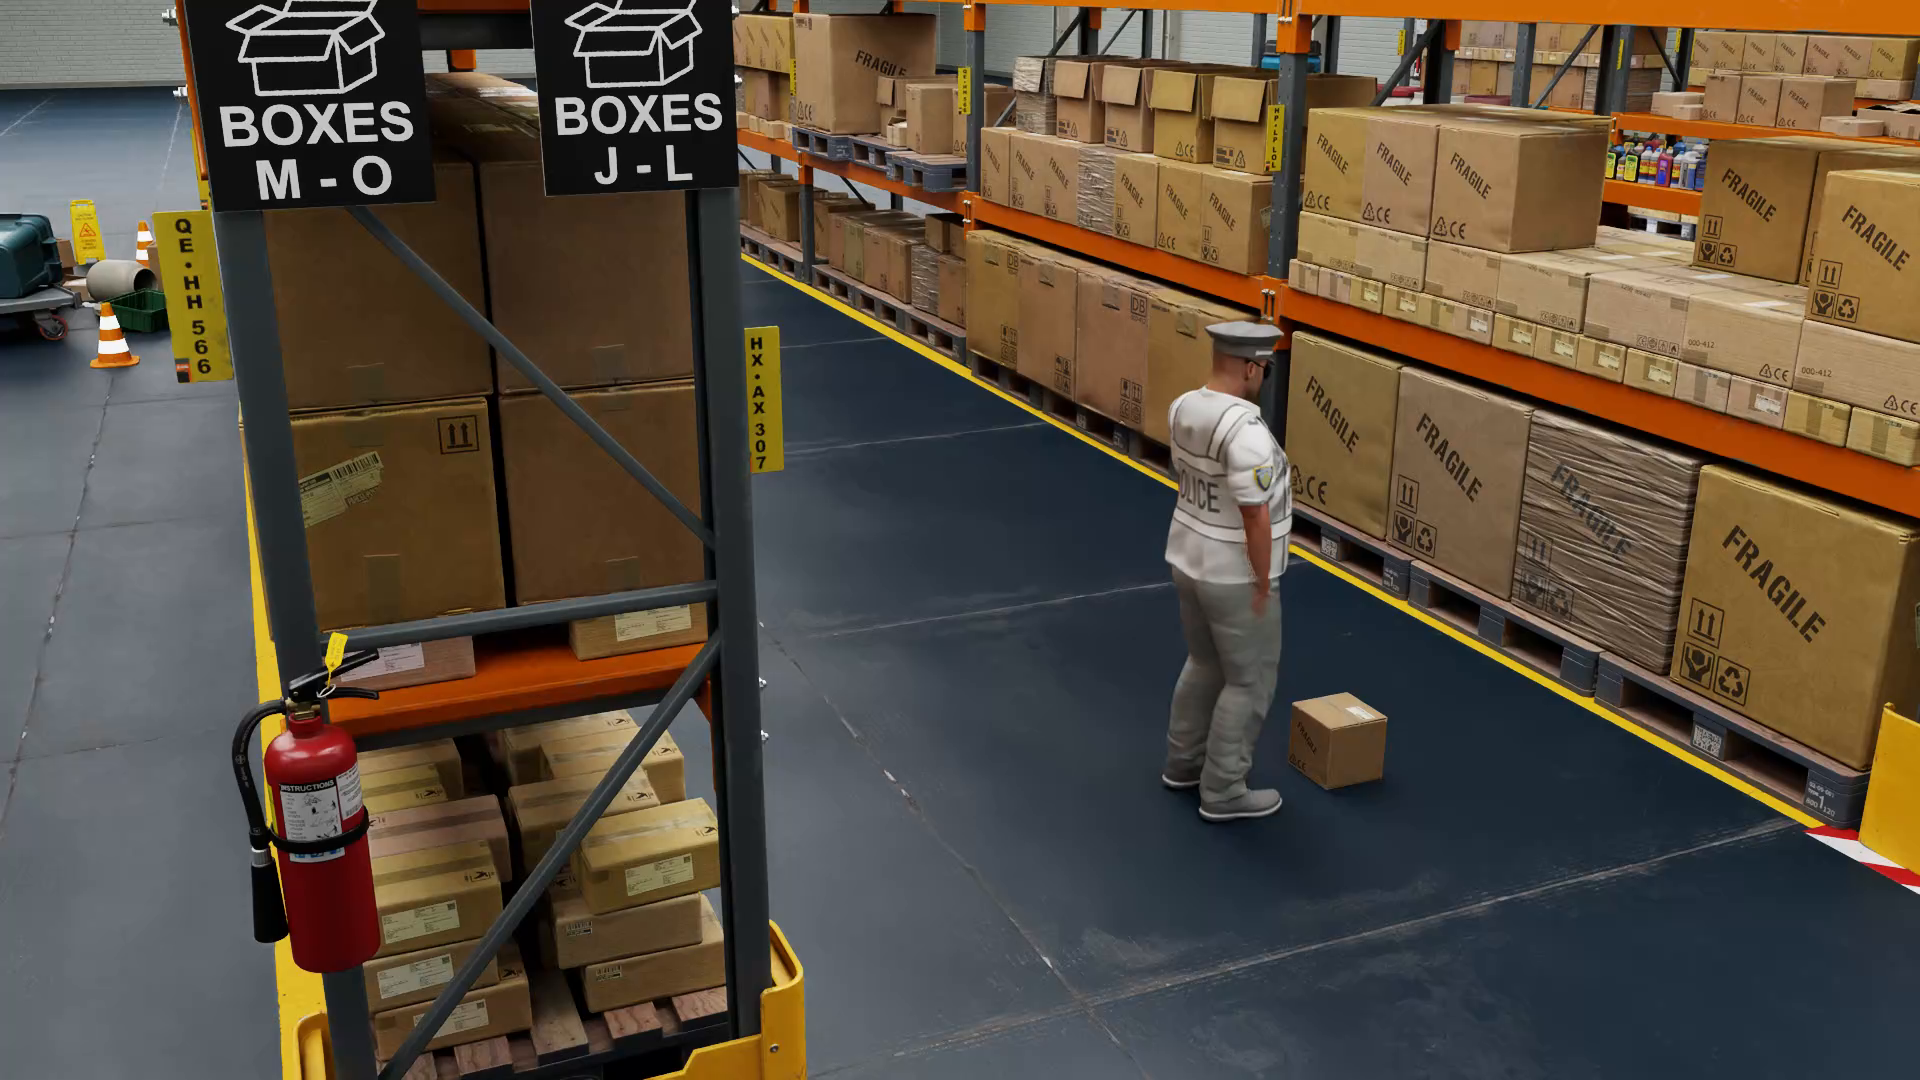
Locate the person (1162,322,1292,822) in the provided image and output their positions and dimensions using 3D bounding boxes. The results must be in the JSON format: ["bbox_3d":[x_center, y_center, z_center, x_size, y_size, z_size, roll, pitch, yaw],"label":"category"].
[{"bbox_3d":[0.914,0.109,5.773,0.388,1.734,0.535,-7,20,-21],"label":"person"}]
